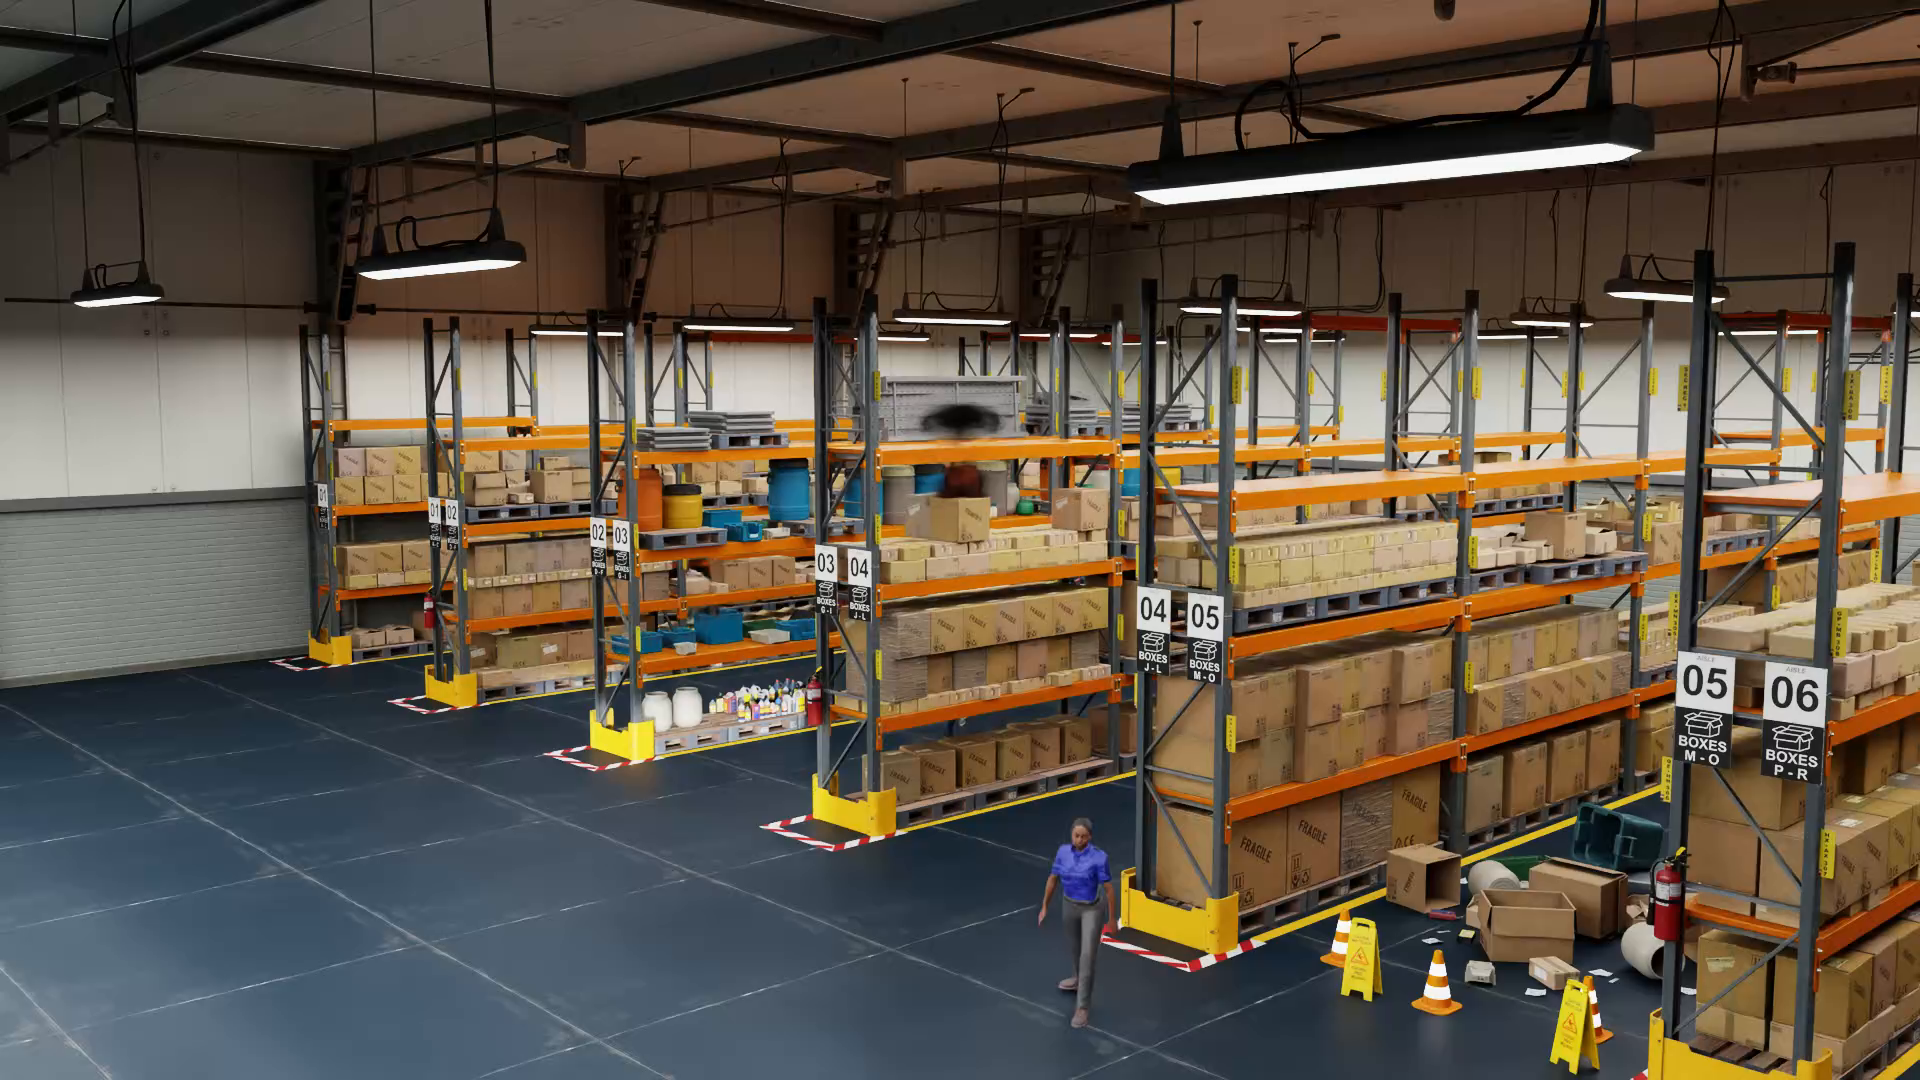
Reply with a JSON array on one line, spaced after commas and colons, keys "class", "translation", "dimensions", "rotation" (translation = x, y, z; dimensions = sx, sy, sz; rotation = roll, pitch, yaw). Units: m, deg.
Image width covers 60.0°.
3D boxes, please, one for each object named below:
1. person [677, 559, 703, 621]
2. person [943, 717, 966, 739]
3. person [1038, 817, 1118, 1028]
[{"class": "person", "translation": [-5.136, 1.153, 31.449], "dimensions": [0.663, 1.697, 0.736], "rotation": [3, 7, 29]}, {"class": "person", "translation": [-0.057, 2.070, 23.323], "dimensions": [0.551, 1.553, 0.861], "rotation": [2, 6, 18]}, {"class": "person", "translation": [0.976, 3.007, 13.481], "dimensions": [0.627, 1.612, 0.868], "rotation": [3, 7, 30]}]
